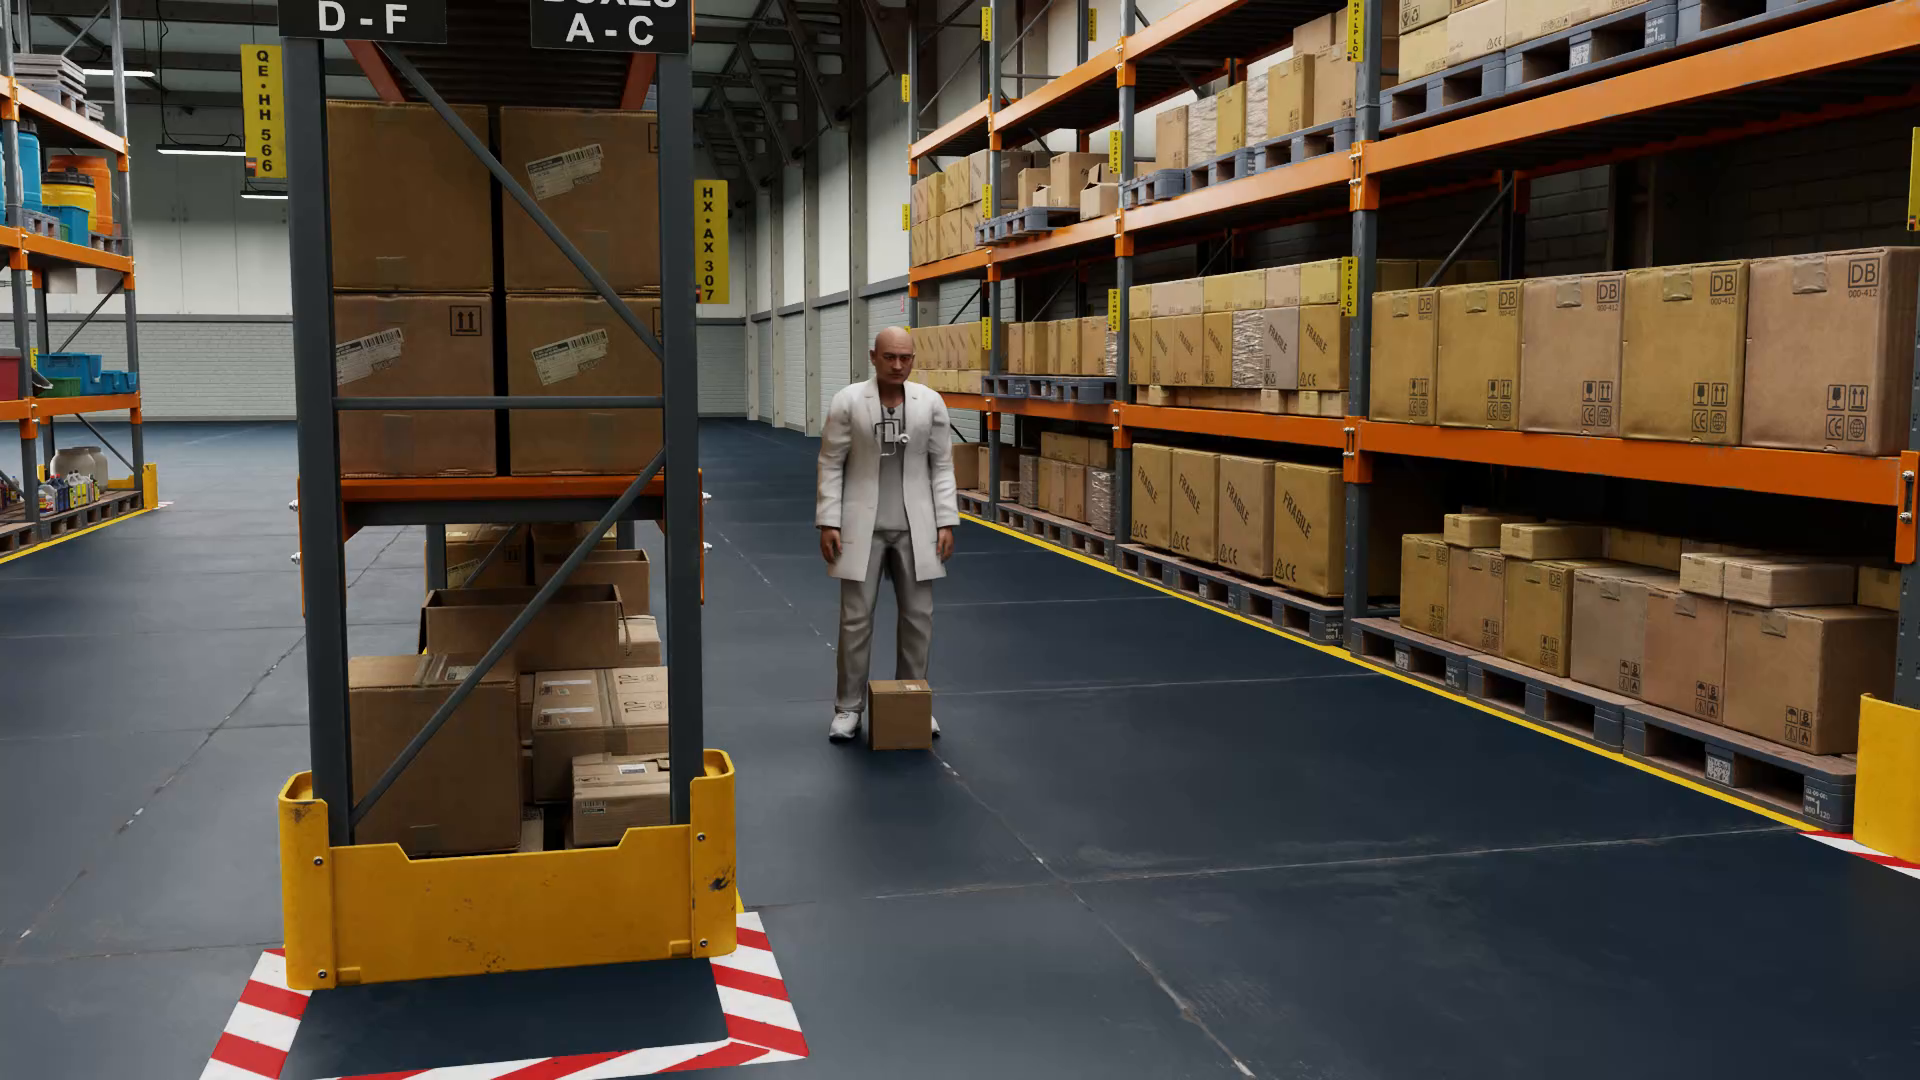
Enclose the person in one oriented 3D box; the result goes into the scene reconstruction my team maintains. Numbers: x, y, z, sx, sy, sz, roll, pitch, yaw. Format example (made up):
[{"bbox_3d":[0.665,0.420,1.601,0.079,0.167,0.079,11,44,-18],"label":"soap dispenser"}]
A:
[{"bbox_3d":[-0.316,-0.040,7.263,0.640,1.773,0.425,-1,6,-11],"label":"person"}]
